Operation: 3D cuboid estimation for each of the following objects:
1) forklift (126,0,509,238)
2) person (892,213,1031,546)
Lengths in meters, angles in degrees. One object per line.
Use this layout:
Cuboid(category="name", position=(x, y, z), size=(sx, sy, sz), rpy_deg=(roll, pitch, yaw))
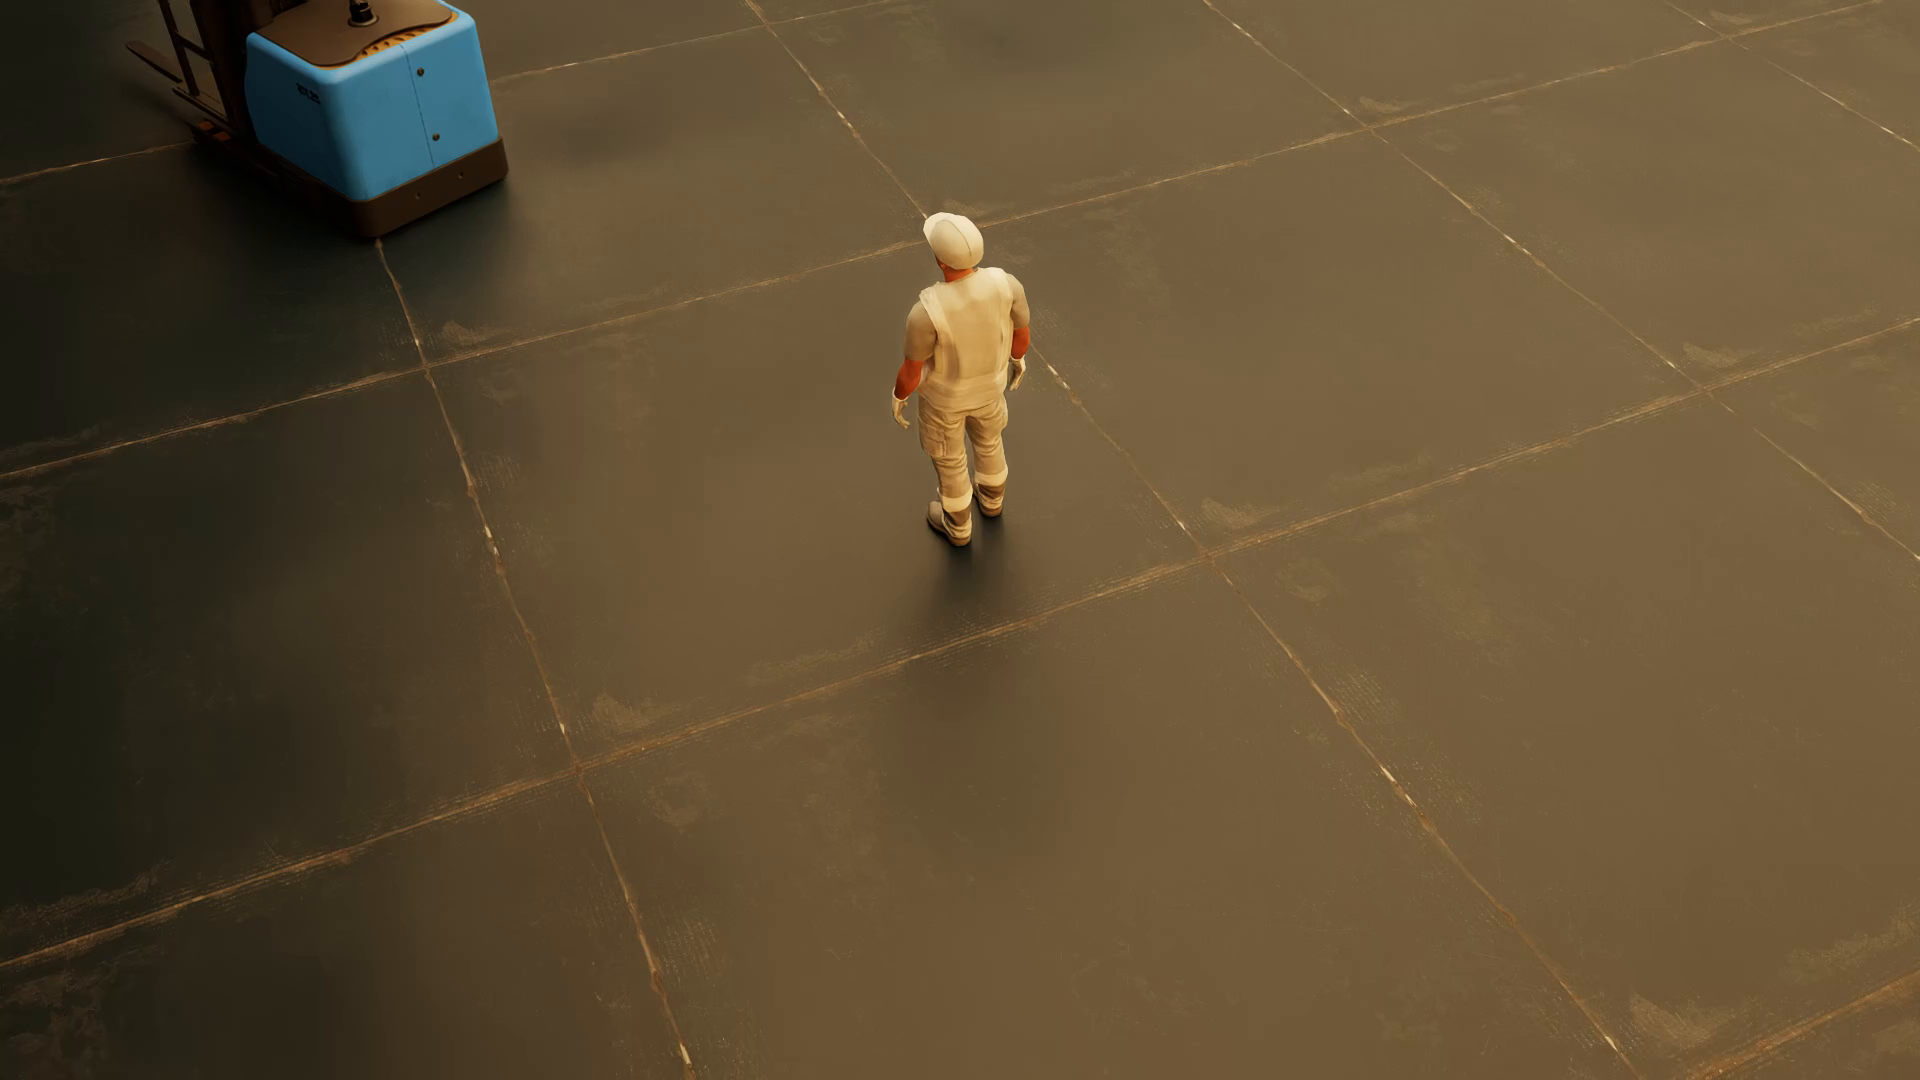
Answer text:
Cuboid(category="forklift", position=(-4.184, -3.684, 9.628), size=(3.031, 2.935, 1.130), rpy_deg=(31, 51, 29))
Cuboid(category="person", position=(-0.022, -0.713, 7.270), size=(0.637, 1.787, 0.564), rpy_deg=(-18, 46, -18))
